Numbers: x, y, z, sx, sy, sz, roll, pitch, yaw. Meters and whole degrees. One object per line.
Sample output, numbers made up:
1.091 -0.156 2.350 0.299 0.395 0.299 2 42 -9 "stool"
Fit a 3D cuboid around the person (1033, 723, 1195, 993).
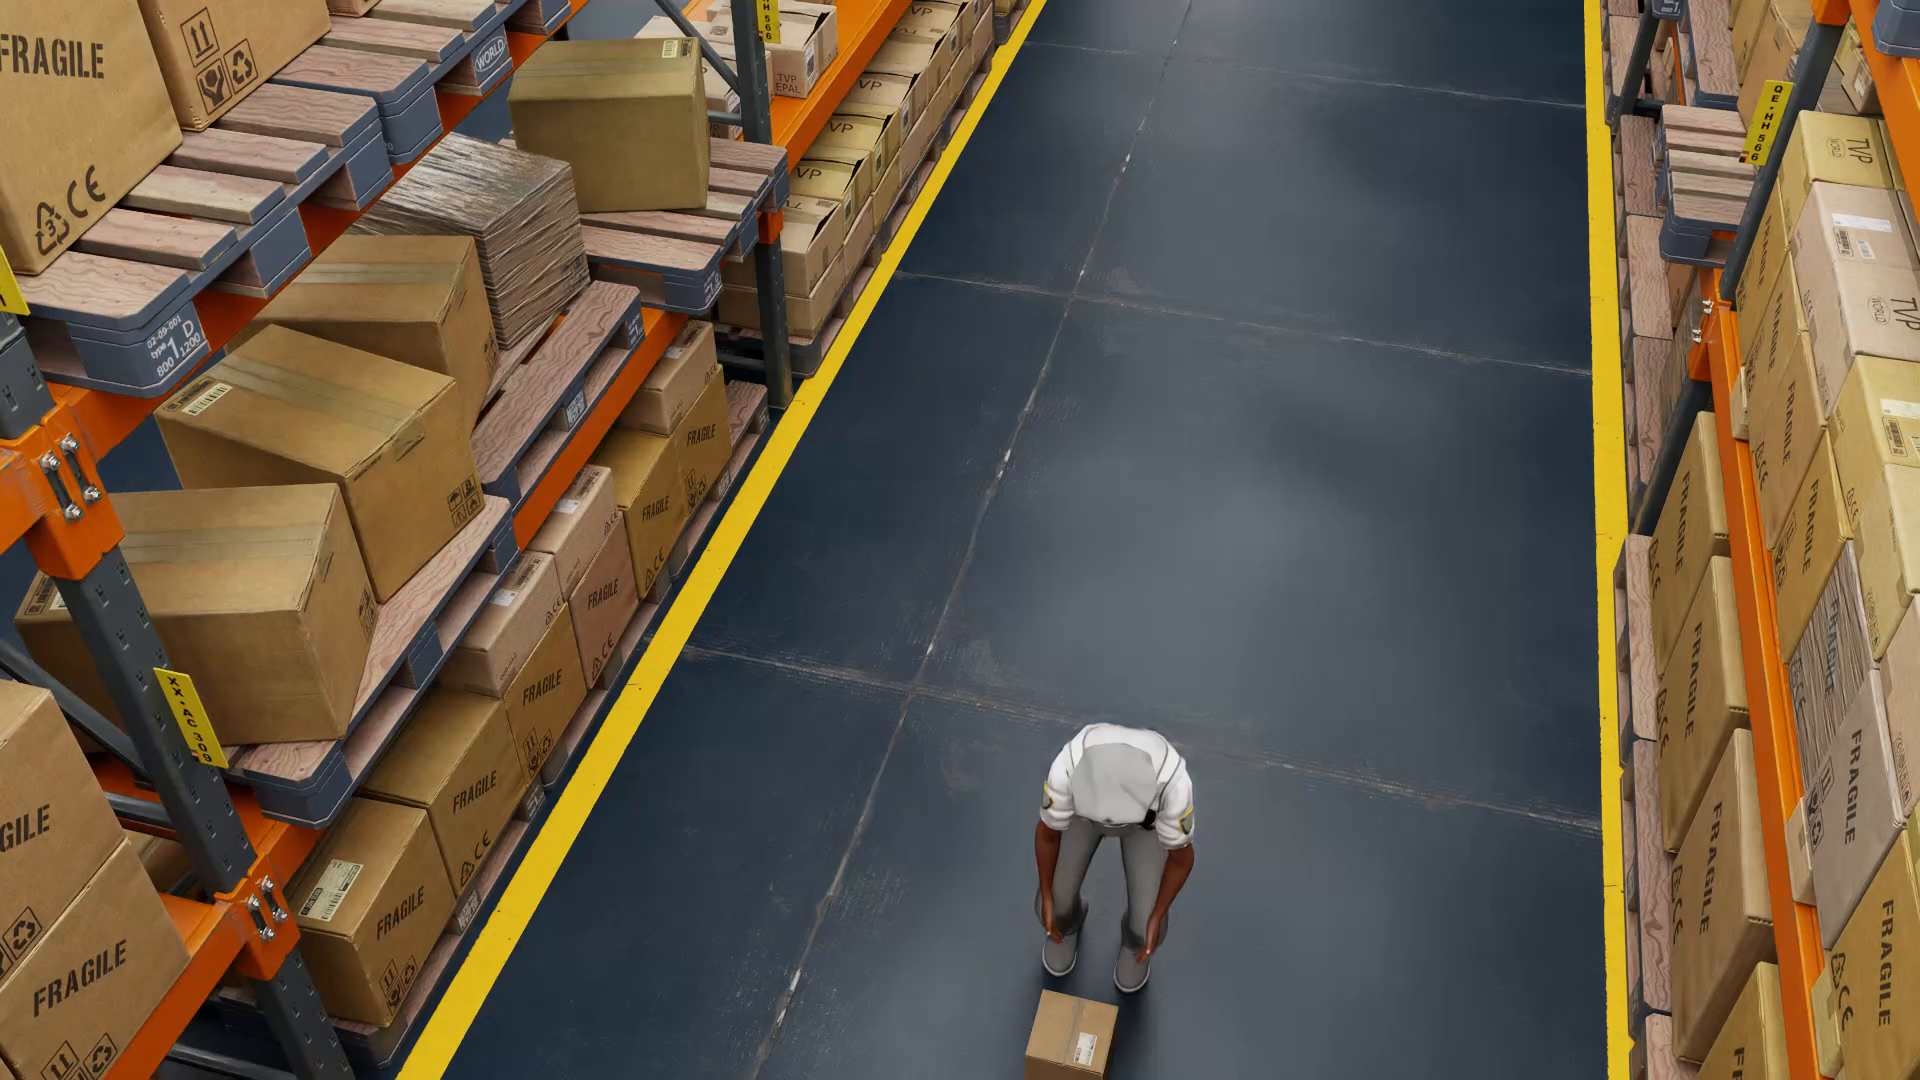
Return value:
0.500 0.986 5.293 0.496 1.331 0.741 10 42 11 "person"
